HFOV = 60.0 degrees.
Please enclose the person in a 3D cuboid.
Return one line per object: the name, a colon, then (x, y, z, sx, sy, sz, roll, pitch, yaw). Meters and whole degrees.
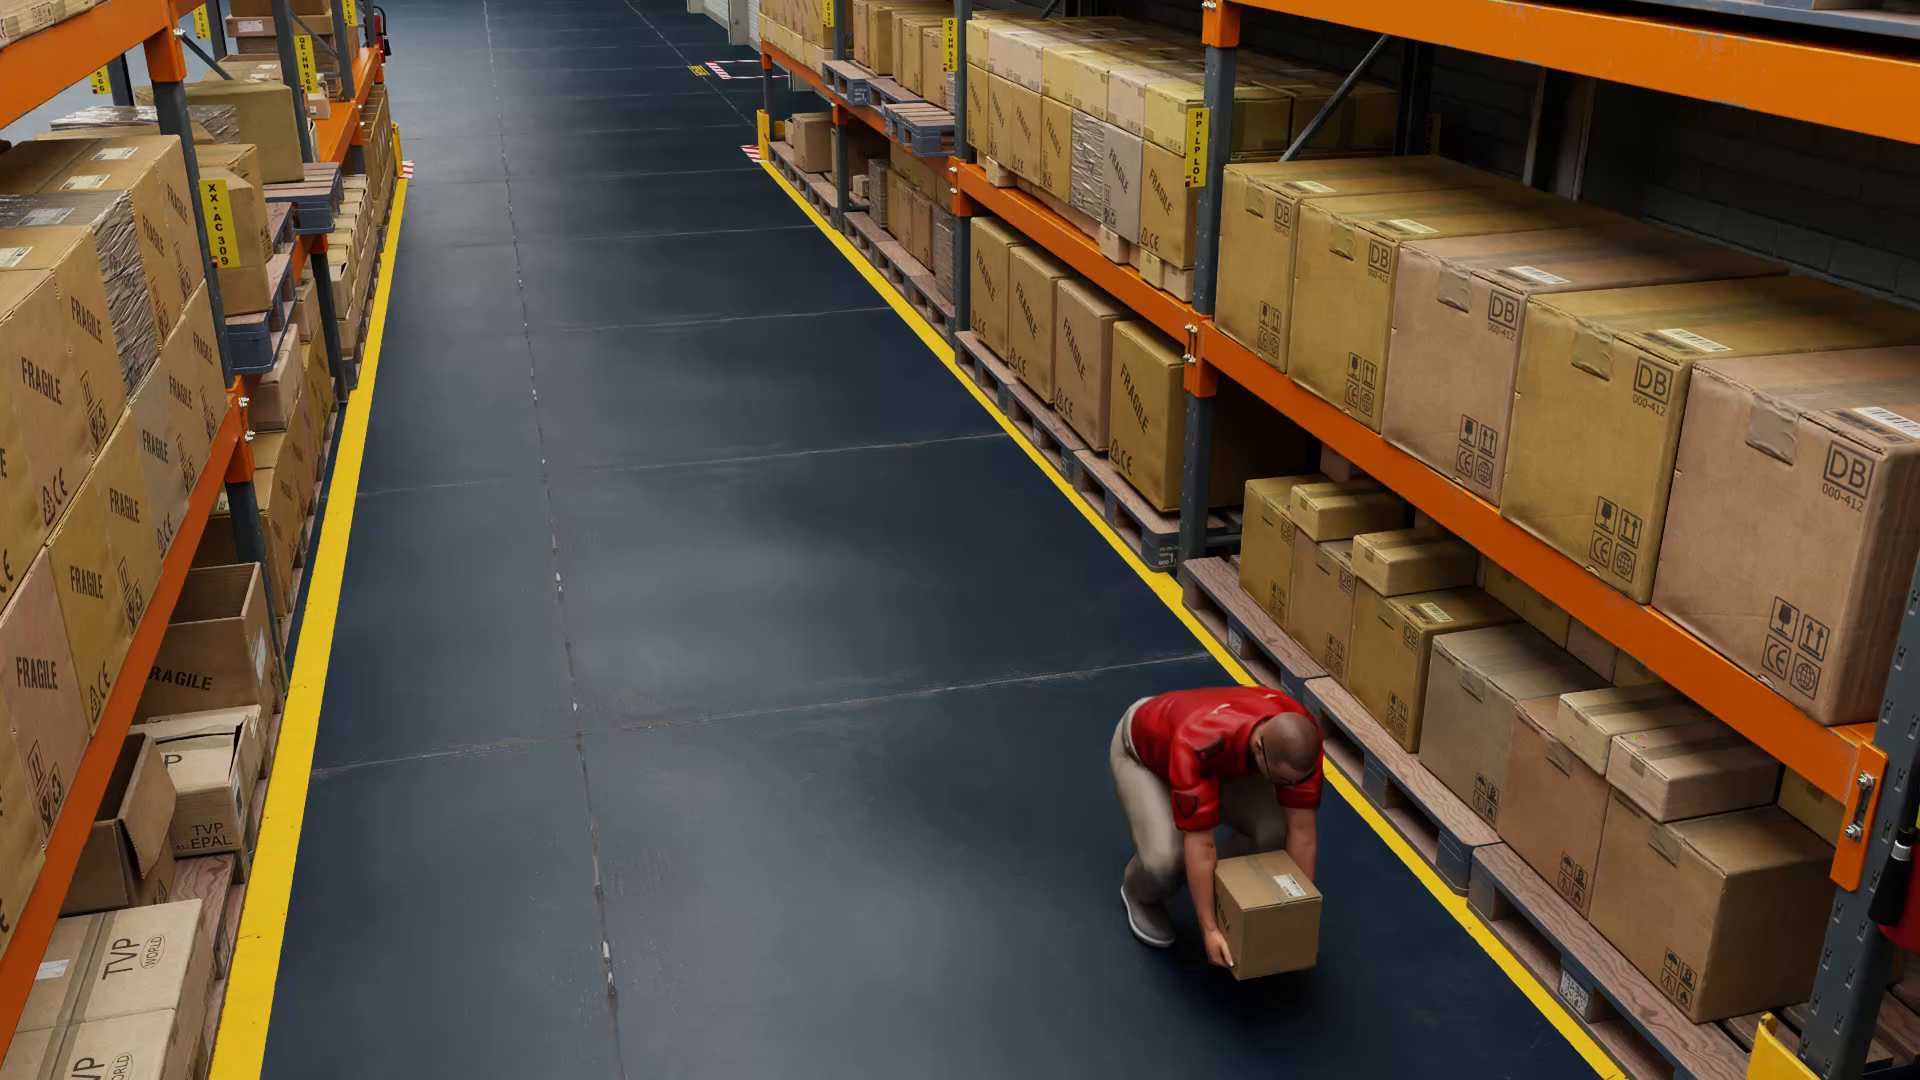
person: (0.800, 0.863, 5.111, 0.531, 0.927, 0.827, -7, 24, -16)
